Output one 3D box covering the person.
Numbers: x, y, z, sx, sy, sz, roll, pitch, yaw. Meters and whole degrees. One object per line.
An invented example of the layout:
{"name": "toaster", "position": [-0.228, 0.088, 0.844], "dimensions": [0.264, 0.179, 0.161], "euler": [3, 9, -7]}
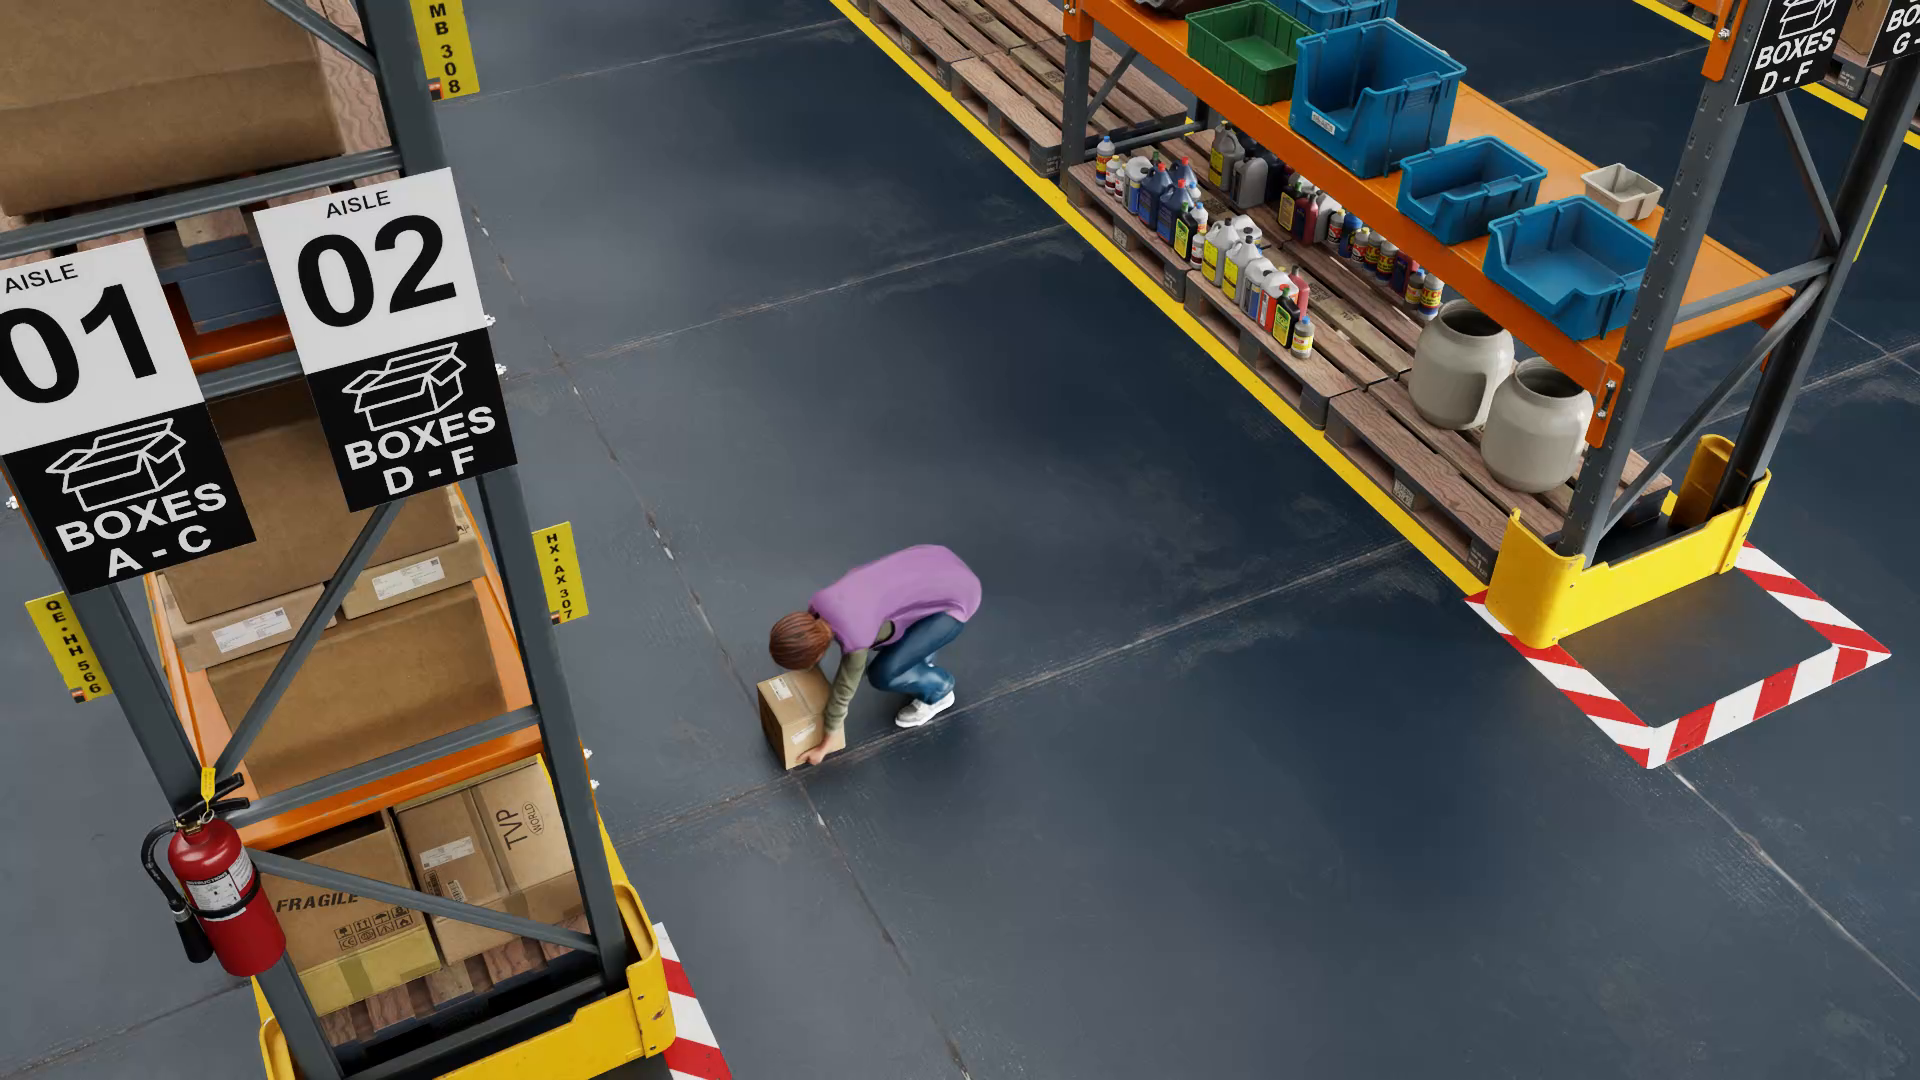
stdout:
{"name": "person", "position": [-0.322, 0.413, 6.388], "dimensions": [0.873, 0.737, 0.421], "euler": [-20, 46, -21]}
